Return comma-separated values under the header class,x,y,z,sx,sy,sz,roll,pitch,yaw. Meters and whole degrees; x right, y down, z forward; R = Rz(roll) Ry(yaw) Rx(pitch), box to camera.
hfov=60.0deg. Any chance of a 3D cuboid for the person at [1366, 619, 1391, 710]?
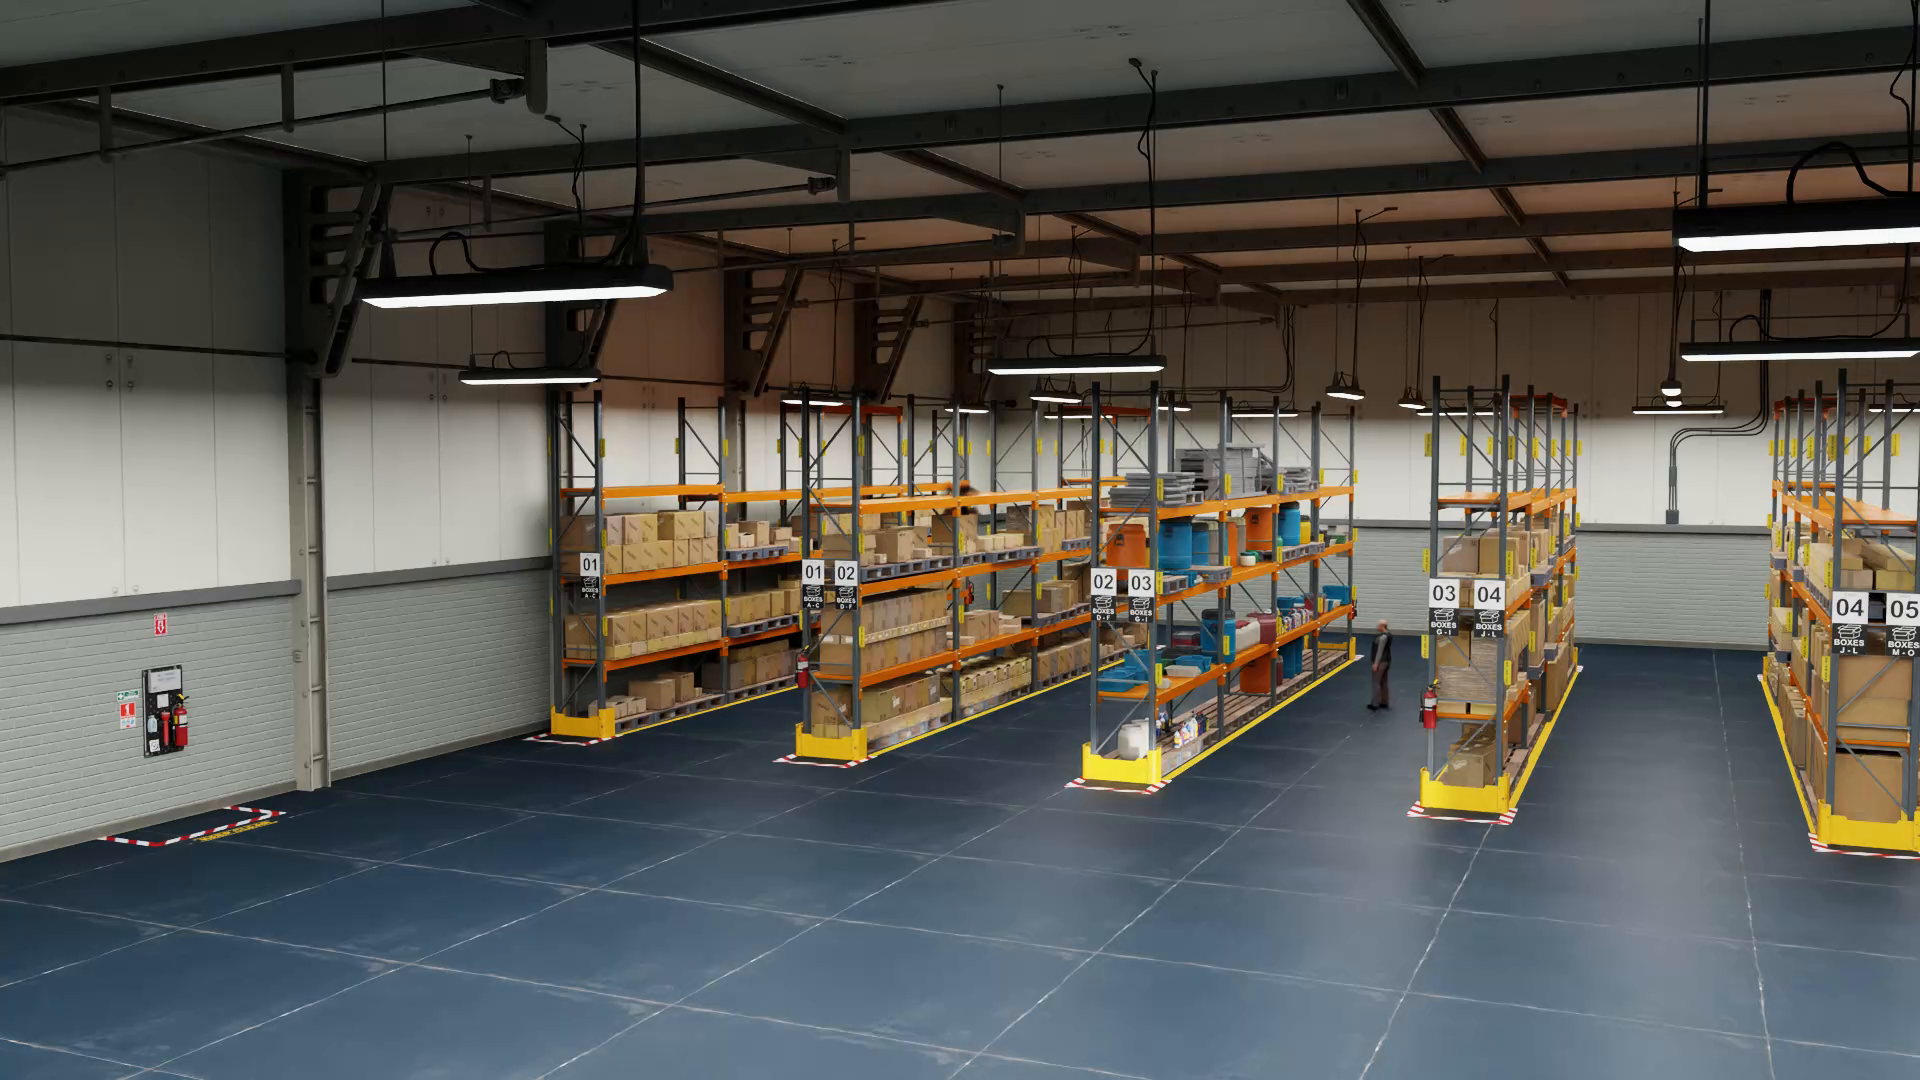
class,x,y,z,sx,sy,sz,roll,pitch,yaw
person,8.038,2.384,31.907,0.439,1.728,0.583,2,4,32
